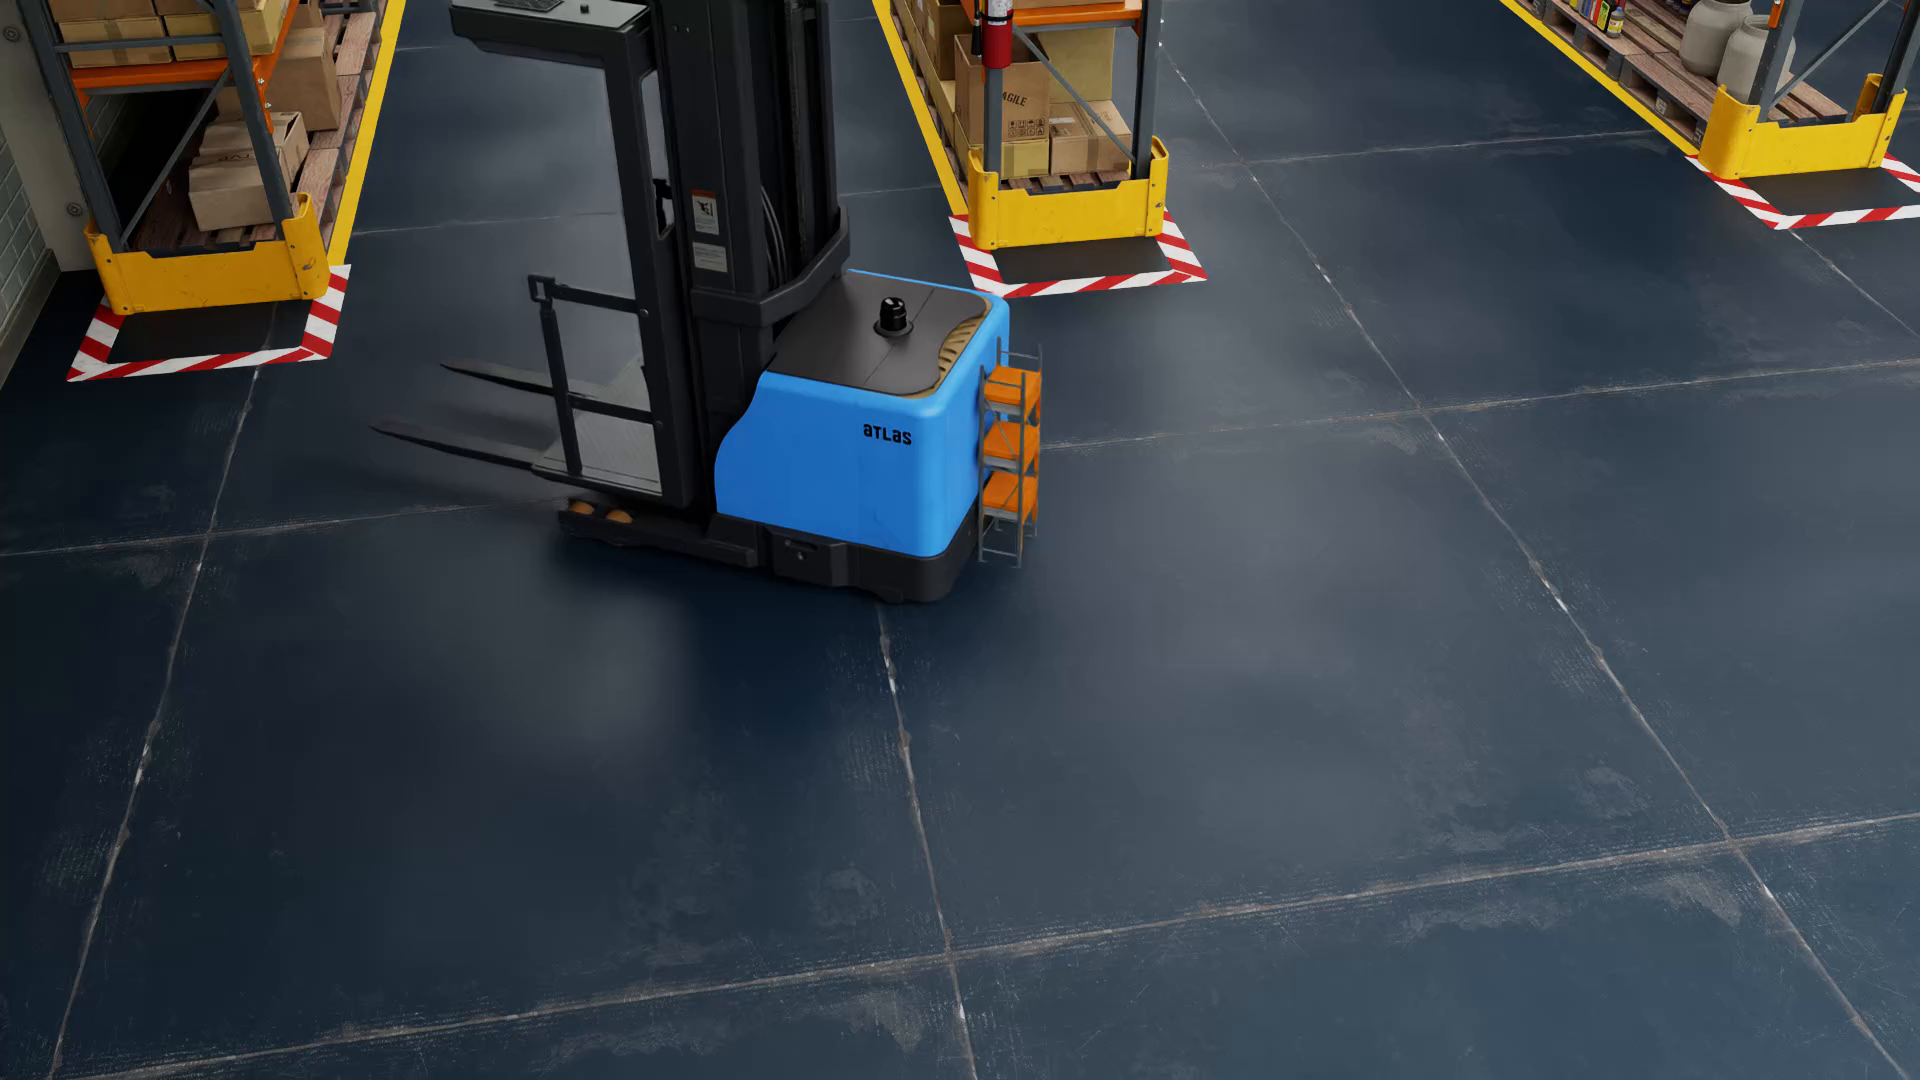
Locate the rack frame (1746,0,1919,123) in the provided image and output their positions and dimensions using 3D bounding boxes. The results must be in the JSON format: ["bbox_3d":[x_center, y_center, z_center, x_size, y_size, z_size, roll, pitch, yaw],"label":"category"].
[{"bbox_3d":[5.519,-3.633,9.982,1.000,3.000,0.127,-6,38,-8],"label":"rack frame"}]

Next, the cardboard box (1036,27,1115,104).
[{"bbox_3d":[0.677,-3.128,10.619,0.500,0.500,0.500,-6,38,-8],"label":"cardboard box"}]

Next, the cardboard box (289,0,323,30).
[{"bbox_3d":[-4.715,-3.548,11.550,0.500,0.500,0.500,-9,39,-11],"label":"cardboard box"}]

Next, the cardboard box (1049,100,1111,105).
[{"bbox_3d":[0.675,-2.832,10.849,0.500,0.250,0.500,-6,38,-8],"label":"cardboard box"}]

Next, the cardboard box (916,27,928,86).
[{"bbox_3d":[-0.018,-3.379,11.554,0.500,0.250,0.500,-6,38,-8],"label":"cardboard box"}]

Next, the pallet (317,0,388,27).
[{"bbox_3d":[-5.074,-4.352,13.180,1.003,0.211,1.213,-6,38,-8],"label":"pallet"}]

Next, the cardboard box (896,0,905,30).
[{"bbox_3d":[-0.194,-3.983,12.331,0.500,0.250,0.500,-6,38,-8],"label":"cardboard box"}]

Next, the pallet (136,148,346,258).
[{"bbox_3d":[-4.356,-2.007,10.161,1.003,0.211,1.213,-6,38,-8],"label":"pallet"}]

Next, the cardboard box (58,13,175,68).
[{"bbox_3d":[-4.508,-2.778,8.986,0.500,0.250,0.500,-6,38,-7],"label":"cardboard box"}]

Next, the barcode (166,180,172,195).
[{"bbox_3d":[-4.665,-2.079,9.806,0.001,0.075,0.075,-6,38,-8],"label":"barcode"}]

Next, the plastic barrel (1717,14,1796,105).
[{"bbox_3d":[5.328,-3.206,11.117,0.421,0.512,0.421,0,38,0],"label":"plastic barrel"}]

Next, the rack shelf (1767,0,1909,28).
[{"bbox_3d":[5.168,-4.557,11.757,1.077,0.370,4.000,-6,38,-8],"label":"rack shelf"}]

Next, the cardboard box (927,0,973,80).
[{"bbox_3d":[0.065,-3.373,10.934,0.500,0.500,0.500,-6,38,-8],"label":"cardboard box"}]

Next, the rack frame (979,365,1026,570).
[{"bbox_3d":[0.180,-0.301,7.281,0.200,1.050,0.008,11,39,15],"label":"rack frame"}]

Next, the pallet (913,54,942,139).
[{"bbox_3d":[0.256,-3.194,11.689,1.003,0.211,1.213,-6,38,-8],"label":"pallet"}]

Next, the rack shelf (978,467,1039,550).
[{"bbox_3d":[0.219,-0.144,7.549,0.215,0.259,0.240,11,39,15],"label":"rack shelf"}]

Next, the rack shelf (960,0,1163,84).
[{"bbox_3d":[0.291,-4.027,11.074,1.077,0.370,4.000,-6,38,-8],"label":"rack shelf"}]

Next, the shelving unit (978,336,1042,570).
[{"bbox_3d":[0.219,-0.372,7.373,0.215,1.050,0.252,11,39,15],"label":"shelving unit"}]

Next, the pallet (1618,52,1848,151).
[{"bbox_3d":[5.322,-3.064,11.522,1.003,0.211,1.213,-6,38,-8],"label":"pallet"}]

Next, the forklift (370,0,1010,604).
[{"bbox_3d":[-1.338,-1.421,7.190,3.031,2.935,1.130,12,39,15],"label":"forklift"}]

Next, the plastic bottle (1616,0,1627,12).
[{"bbox_3d":[4.853,-3.963,12.262,0.061,0.283,0.133,-6,38,-8],"label":"plastic bottle"}]

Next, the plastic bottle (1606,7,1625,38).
[{"bbox_3d":[4.765,-3.764,12.072,0.097,0.201,0.097,0,38,0],"label":"plastic bottle"}]

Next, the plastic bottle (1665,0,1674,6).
[{"bbox_3d":[5.413,-4.158,12.579,0.097,0.201,0.097,0,38,0],"label":"plastic bottle"}]

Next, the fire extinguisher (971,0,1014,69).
[{"bbox_3d":[0.205,-2.951,9.166,0.296,0.674,0.183,-6,38,-8],"label":"fire extinguisher"}]

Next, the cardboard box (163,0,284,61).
[{"bbox_3d":[-4.008,-2.845,9.073,0.500,0.250,0.500,-7,38,-9],"label":"cardboard box"}]

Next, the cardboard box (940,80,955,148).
[{"bbox_3d":[0.157,-2.775,10.776,0.500,0.250,0.500,-6,38,-8],"label":"cardboard box"}]

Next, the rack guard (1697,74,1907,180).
[{"bbox_3d":[5.459,-2.687,10.801,1.175,0.500,0.348,-6,38,-8],"label":"rack guard"}]

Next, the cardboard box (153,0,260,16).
[{"bbox_3d":[-4.023,-3.133,8.833,0.500,0.500,0.500,-6,38,-8],"label":"cardboard box"}]

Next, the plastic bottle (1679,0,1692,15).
[{"bbox_3d":[5.448,-4.065,12.403,0.097,0.271,0.097,0,38,0],"label":"plastic bottle"}]

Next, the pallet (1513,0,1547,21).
[{"bbox_3d":[4.894,-4.538,13.419,1.003,0.211,1.213,-6,38,-8],"label":"pallet"}]

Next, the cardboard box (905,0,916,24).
[{"bbox_3d":[-0.111,-3.977,11.712,0.500,0.500,0.500,-6,38,-8],"label":"cardboard box"}]

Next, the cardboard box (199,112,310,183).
[{"bbox_3d":[-4.367,-2.451,10.293,0.500,0.311,0.500,-3,38,-4],"label":"cardboard box"}]

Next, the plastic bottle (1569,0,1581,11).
[{"bbox_3d":[4.691,-4.161,12.462,0.144,0.351,0.185,-5,38,-6],"label":"plastic bottle"}]

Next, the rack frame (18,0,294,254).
[{"bbox_3d":[-4.235,-2.568,8.610,1.000,3.000,0.127,-6,38,-8],"label":"rack frame"}]

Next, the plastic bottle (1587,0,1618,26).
[{"bbox_3d":[4.748,-3.949,12.249,0.152,0.276,0.135,-6,38,-8],"label":"plastic bottle"}]
